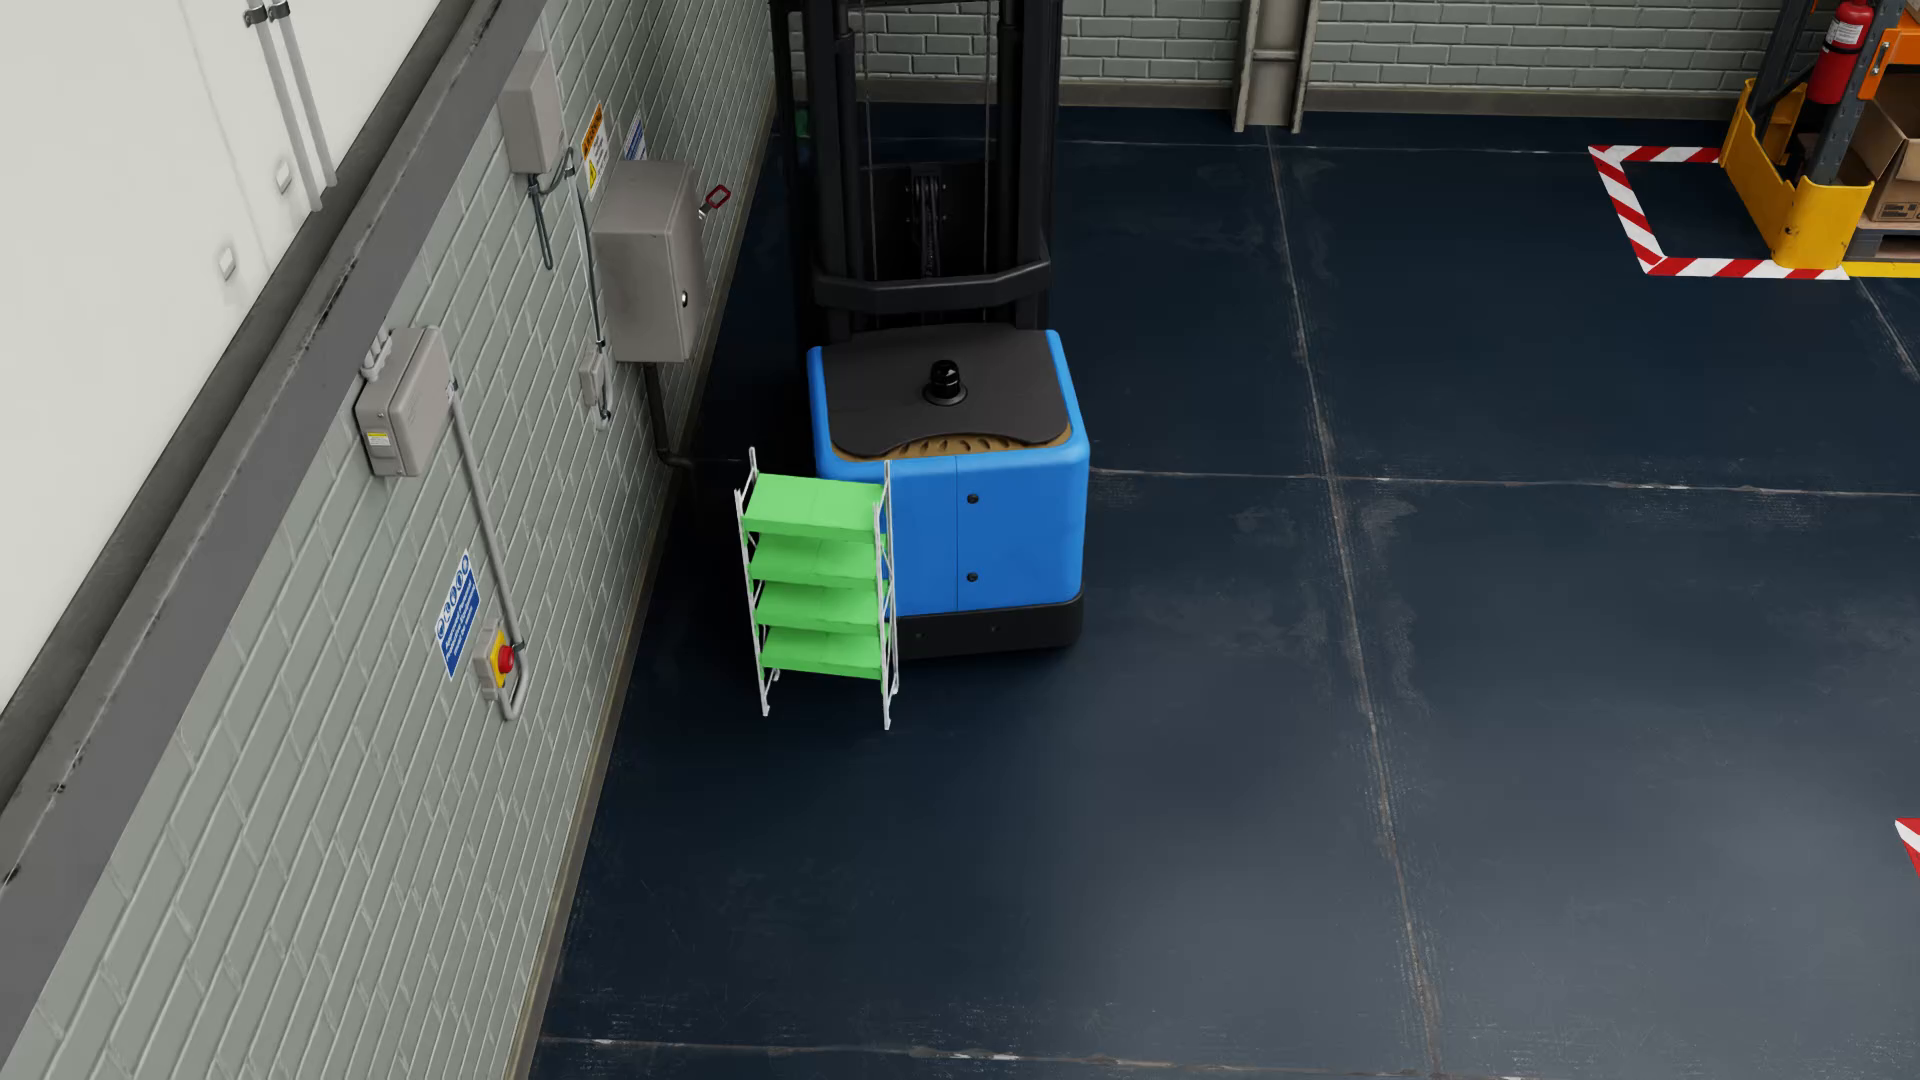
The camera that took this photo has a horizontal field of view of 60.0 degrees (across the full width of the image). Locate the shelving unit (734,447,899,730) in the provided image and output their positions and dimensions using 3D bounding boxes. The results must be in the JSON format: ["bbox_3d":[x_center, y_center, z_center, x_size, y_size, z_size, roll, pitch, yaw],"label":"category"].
[{"bbox_3d":[-0.514,0.209,6.228,0.503,1.200,0.258,6,44,6],"label":"shelving unit"}]

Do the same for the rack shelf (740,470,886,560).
[{"bbox_3d":[-0.515,-0.091,5.939,0.480,0.148,0.258,6,44,6],"label":"rack shelf"}]

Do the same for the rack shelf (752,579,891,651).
[{"bbox_3d":[-0.514,0.255,6.272,0.480,0.148,0.258,6,44,6],"label":"rack shelf"}]

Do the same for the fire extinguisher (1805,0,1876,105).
[{"bbox_3d":[4.329,-2.470,8.117,0.183,0.674,0.296,2,43,2],"label":"fire extinguisher"}]

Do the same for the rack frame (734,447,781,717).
[{"bbox_3d":[-0.755,0.184,6.254,0.015,1.200,0.240,6,44,6],"label":"rack frame"}]

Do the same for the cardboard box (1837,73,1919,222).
[{"bbox_3d":[5.103,-2.102,8.915,0.637,0.503,0.797,0,43,0],"label":"cardboard box"}]

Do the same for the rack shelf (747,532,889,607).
[{"bbox_3d":[-0.514,0.082,6.106,0.480,0.148,0.258,6,44,6],"label":"rack shelf"}]

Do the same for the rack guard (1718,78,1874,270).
[{"bbox_3d":[4.572,-2.028,9.146,0.348,0.500,1.175,2,43,2],"label":"rack guard"}]

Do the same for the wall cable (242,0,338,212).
[{"bbox_3d":[-1.418,-1.743,2.605,0.029,3.000,0.463,2,43,2],"label":"wall cable"}]

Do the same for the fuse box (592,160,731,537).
[{"bbox_3d":[-1.117,-0.677,6.807,0.414,1.711,0.539,2,43,2],"label":"fuse box"}]

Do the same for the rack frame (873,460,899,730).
[{"bbox_3d":[-0.272,0.233,6.202,0.015,1.200,0.240,6,44,6],"label":"rack frame"}]

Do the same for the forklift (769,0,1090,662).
[{"bbox_3d":[-0.192,-1.578,6.879,1.130,2.935,3.031,-5,43,-5],"label":"forklift"}]

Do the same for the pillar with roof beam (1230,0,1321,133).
[{"bbox_3d":[1.650,-2.905,3.852,0.400,9.000,9.100,2,43,2],"label":"pillar with roof beam"}]

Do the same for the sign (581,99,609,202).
[{"bbox_3d":[-1.326,-1.419,6.052,0.001,0.242,0.339,2,43,2],"label":"sign"}]

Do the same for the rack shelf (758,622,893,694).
[{"bbox_3d":[-0.513,0.428,6.439,0.480,0.148,0.258,6,44,6],"label":"rack shelf"}]

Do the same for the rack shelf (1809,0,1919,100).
[{"bbox_3d":[6.494,-2.621,8.476,4.000,0.370,1.077,2,43,2],"label":"rack shelf"}]

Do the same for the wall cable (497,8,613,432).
[{"bbox_3d":[-1.305,-1.060,5.528,0.122,1.984,0.588,2,43,2],"label":"wall cable"}]

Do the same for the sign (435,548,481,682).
[{"bbox_3d":[-1.421,0.210,4.711,0.001,0.218,0.327,2,43,2],"label":"sign"}]

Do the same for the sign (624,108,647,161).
[{"bbox_3d":[-1.302,-1.456,6.768,0.001,0.494,0.329,2,43,2],"label":"sign"}]

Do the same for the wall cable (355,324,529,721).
[{"bbox_3d":[-1.357,-0.106,4.480,0.123,1.953,0.585,2,43,2],"label":"wall cable"}]

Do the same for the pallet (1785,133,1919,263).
[{"bbox_3d":[5.369,-1.899,9.219,1.213,0.211,1.003,2,43,2],"label":"pallet"}]

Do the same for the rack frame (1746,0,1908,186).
[{"bbox_3d":[4.497,-2.945,8.296,0.127,3.000,1.000,2,43,2],"label":"rack frame"}]
